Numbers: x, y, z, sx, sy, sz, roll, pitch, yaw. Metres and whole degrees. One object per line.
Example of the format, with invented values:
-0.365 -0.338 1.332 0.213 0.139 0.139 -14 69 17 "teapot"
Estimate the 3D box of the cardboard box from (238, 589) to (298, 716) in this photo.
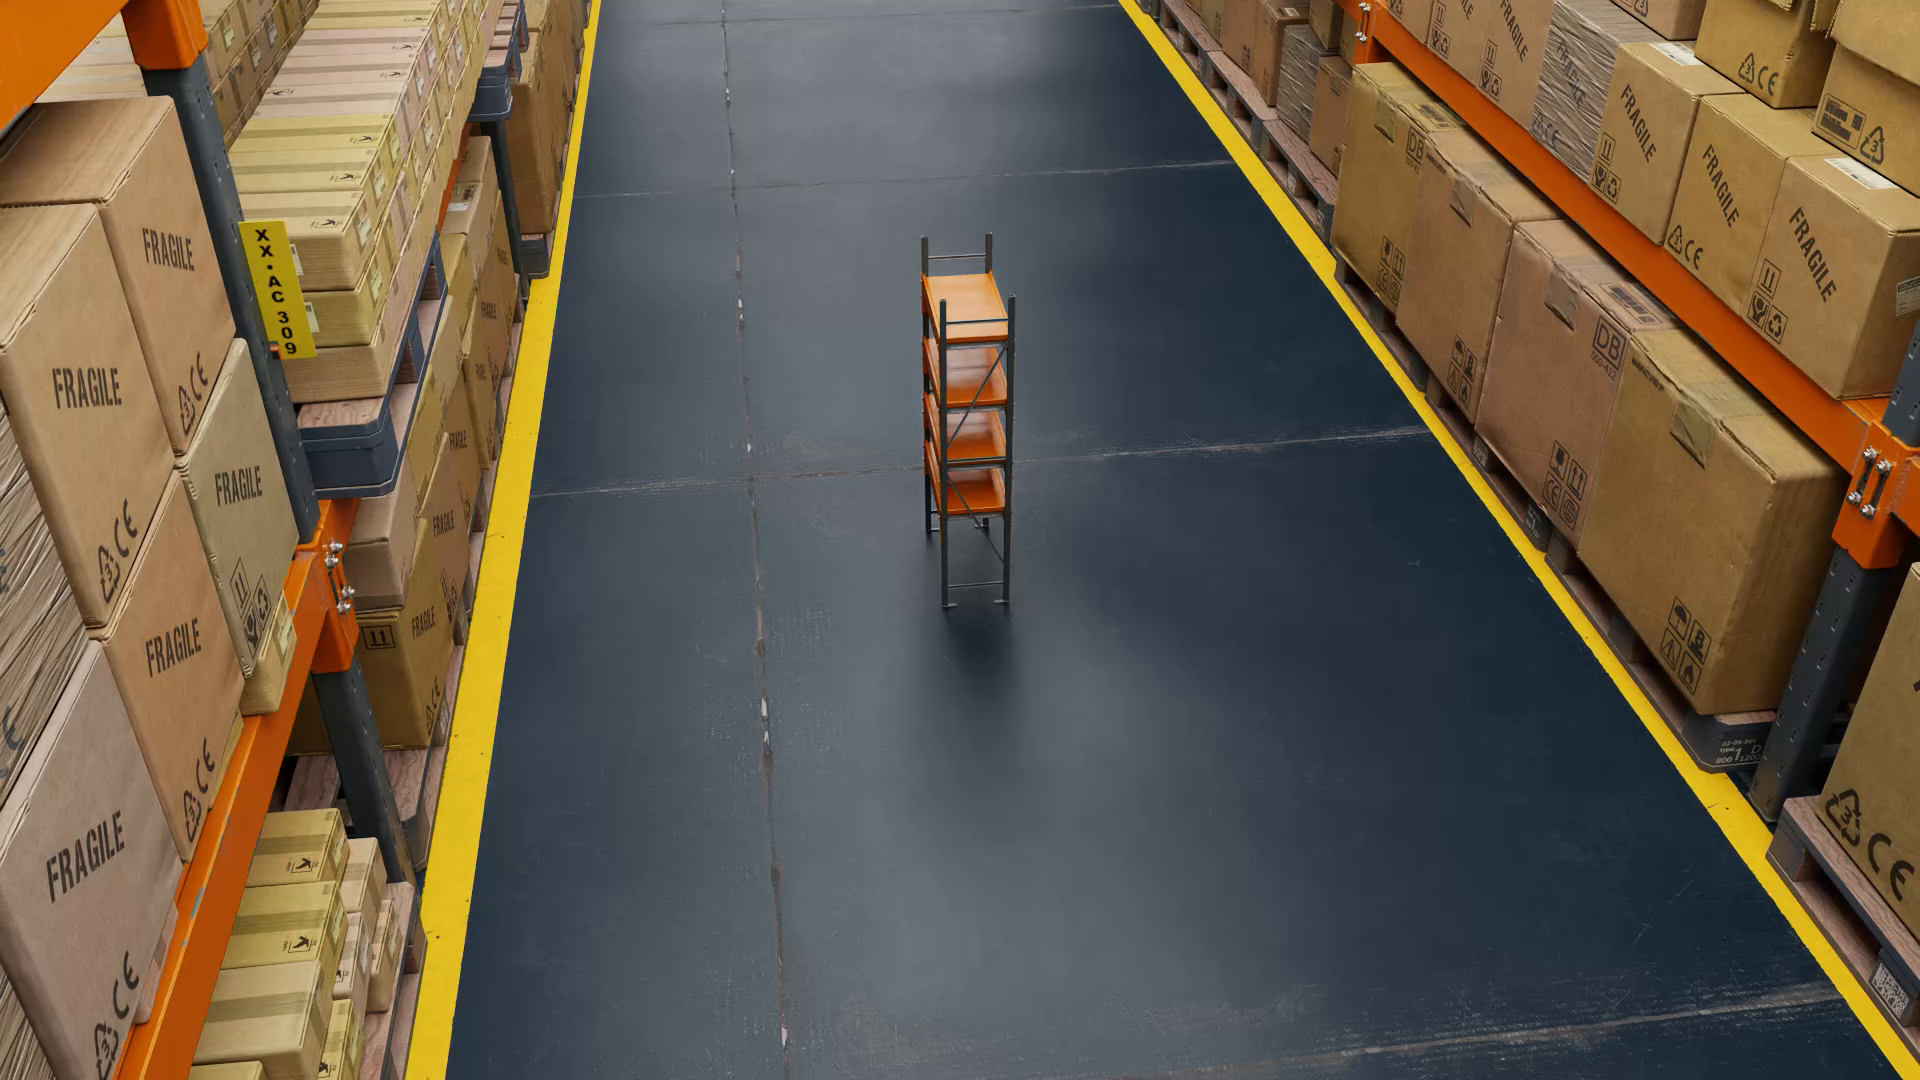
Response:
-1.606 0.245 3.450 0.380 0.149 0.250 -5 35 -8 "cardboard box"

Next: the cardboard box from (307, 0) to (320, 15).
-2.661 -2.023 6.406 0.380 0.149 0.250 -3 34 -4 "cardboard box"

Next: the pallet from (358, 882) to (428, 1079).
-1.894 1.388 4.026 1.003 0.211 1.213 -4 35 -6 "pallet"

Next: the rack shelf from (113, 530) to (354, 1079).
-1.750 1.277 2.351 1.077 0.370 4.000 -4 35 -6 "rack shelf"

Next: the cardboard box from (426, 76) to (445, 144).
-1.798 -1.315 5.103 0.380 0.149 0.250 -5 35 -7 "cardboard box"

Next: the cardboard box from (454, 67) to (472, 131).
-1.868 -1.481 5.610 0.380 0.149 0.250 -3 34 -5 "cardboard box"

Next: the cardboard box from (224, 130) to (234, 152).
-2.447 -1.139 5.108 0.380 0.149 0.250 -3 34 -4 "cardboard box"

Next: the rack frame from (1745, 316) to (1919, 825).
2.909 -0.455 4.255 1.000 3.000 0.127 -4 35 -6 "rack frame"

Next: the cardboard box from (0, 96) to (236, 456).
-1.688 -0.472 3.038 0.500 0.500 0.500 -6 35 -8 "cardboard box"

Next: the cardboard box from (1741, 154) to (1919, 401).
2.576 -0.737 4.579 0.500 0.500 0.500 -4 35 -6 "cardboard box"

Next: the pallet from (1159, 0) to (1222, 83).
1.939 -3.333 10.953 1.003 0.211 1.213 -4 35 -6 "pallet"

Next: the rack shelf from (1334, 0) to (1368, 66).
2.102 -3.506 9.370 1.077 0.370 4.000 -4 35 -6 "rack shelf"

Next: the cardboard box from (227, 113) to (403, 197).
-1.692 -1.005 4.383 0.380 0.149 0.250 -4 34 -6 "cardboard box"

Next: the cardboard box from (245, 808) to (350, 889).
-1.714 0.801 4.041 0.380 0.149 0.250 -3 34 -5 "cardboard box"

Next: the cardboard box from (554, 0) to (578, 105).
-2.797 -2.966 9.564 1.050 0.750 0.750 -4 35 -6 "cardboard box"

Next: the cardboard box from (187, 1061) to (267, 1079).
-1.642 1.230 3.412 0.380 0.149 0.250 -3 34 -5 "cardboard box"

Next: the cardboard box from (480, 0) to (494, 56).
-1.969 -1.915 6.247 0.380 0.149 0.250 -4 34 -6 "cardboard box"

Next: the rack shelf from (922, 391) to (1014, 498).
0.022 -0.348 5.814 0.258 0.148 0.480 -4 35 -6 "rack shelf"

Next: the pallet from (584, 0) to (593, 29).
-3.120 -3.878 11.754 1.003 0.211 1.213 -4 35 -6 "pallet"

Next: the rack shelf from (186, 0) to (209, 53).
-2.288 -2.195 4.782 1.077 0.370 4.000 -4 35 -6 "rack shelf"

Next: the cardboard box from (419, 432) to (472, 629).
-1.929 -0.004 5.440 0.500 0.500 0.500 -3 34 -4 "cardboard box"

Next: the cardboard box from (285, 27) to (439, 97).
-1.792 -1.428 5.004 0.380 0.149 0.250 -3 34 -5 "cardboard box"

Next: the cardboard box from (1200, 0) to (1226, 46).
1.940 -3.457 10.488 0.700 0.500 0.500 -5 35 -7 "cardboard box"

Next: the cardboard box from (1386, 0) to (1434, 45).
2.167 -2.437 7.074 0.500 0.500 0.500 -3 34 -5 "cardboard box"

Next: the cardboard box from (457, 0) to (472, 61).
-1.900 -1.746 5.734 0.380 0.149 0.250 -5 35 -7 "cardboard box"

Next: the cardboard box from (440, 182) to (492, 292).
-2.127 -1.176 6.493 0.500 0.250 0.500 -4 34 -6 "cardboard box"

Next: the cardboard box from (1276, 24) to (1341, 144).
2.174 -2.517 9.109 0.700 0.500 0.500 -7 35 -10 "cardboard box"

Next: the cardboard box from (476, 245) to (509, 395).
-2.144 -0.872 6.712 0.500 0.500 0.500 -3 34 -4 "cardboard box"

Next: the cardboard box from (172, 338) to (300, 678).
-1.674 -0.052 3.310 0.500 0.500 0.500 -4 35 -6 "cardboard box"

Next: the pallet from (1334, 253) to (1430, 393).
2.402 -1.090 7.662 1.003 0.211 1.213 -4 35 -6 "pallet"

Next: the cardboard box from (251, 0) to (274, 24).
-2.547 -1.826 5.587 0.380 0.149 0.250 -3 34 -4 "cardboard box"

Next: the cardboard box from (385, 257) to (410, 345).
-1.660 -0.615 4.339 0.380 0.149 0.250 -4 34 -6 "cardboard box"

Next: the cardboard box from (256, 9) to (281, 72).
-2.547 -1.696 5.662 0.380 0.149 0.250 -4 35 -6 "cardboard box"

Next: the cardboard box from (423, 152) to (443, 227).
-1.757 -1.037 4.958 0.380 0.149 0.250 -6 35 -8 "cardboard box"

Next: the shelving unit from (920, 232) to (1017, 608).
0.022 -0.403 5.777 0.258 1.200 0.503 -4 35 -6 "shelving unit"

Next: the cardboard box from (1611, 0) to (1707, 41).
2.635 -1.997 5.537 0.797 0.503 0.637 -3 34 -5 "cardboard box"

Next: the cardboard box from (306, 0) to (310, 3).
-2.653 -2.125 6.290 0.380 0.149 0.250 -3 34 -4 "cardboard box"

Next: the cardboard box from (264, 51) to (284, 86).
-2.549 -1.574 5.746 0.380 0.149 0.250 -3 34 -5 "cardboard box"

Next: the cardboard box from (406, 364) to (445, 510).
-1.931 -0.316 5.231 0.500 0.250 0.500 -3 34 -5 "cardboard box"

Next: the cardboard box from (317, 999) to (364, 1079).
-1.560 1.195 3.727 0.380 0.149 0.250 -6 35 -8 "cardboard box"

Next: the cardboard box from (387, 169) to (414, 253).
-1.689 -0.872 4.452 0.380 0.149 0.250 -4 34 -5 "cardboard box"

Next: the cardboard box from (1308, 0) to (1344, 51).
2.170 -2.813 8.878 0.500 0.250 0.500 -1 34 -1 "cardboard box"

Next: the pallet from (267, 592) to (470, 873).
-2.126 0.582 5.209 1.003 0.211 1.213 -4 35 -6 "pallet"

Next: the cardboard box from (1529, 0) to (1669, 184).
2.376 -1.585 5.823 0.500 0.500 0.500 -4 35 -6 "cardboard box"

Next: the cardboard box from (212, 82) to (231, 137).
-2.450 -1.271 5.038 0.380 0.149 0.250 -4 35 -6 "cardboard box"

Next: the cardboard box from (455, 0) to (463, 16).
-1.904 -1.875 5.660 0.380 0.149 0.250 -4 35 -6 "cardboard box"

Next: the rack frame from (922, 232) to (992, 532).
-0.011 -0.540 5.976 0.240 1.200 0.015 -4 35 -6 "rack frame"

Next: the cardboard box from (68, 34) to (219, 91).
-2.441 -1.388 4.946 0.380 0.149 0.250 -6 35 -9 "cardboard box"

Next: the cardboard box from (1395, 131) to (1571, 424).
2.556 -1.098 6.712 1.225 0.875 0.875 -4 35 -6 "cardboard box"

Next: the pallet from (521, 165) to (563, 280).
-2.589 -1.662 8.501 1.003 0.211 1.213 -4 35 -6 "pallet"
